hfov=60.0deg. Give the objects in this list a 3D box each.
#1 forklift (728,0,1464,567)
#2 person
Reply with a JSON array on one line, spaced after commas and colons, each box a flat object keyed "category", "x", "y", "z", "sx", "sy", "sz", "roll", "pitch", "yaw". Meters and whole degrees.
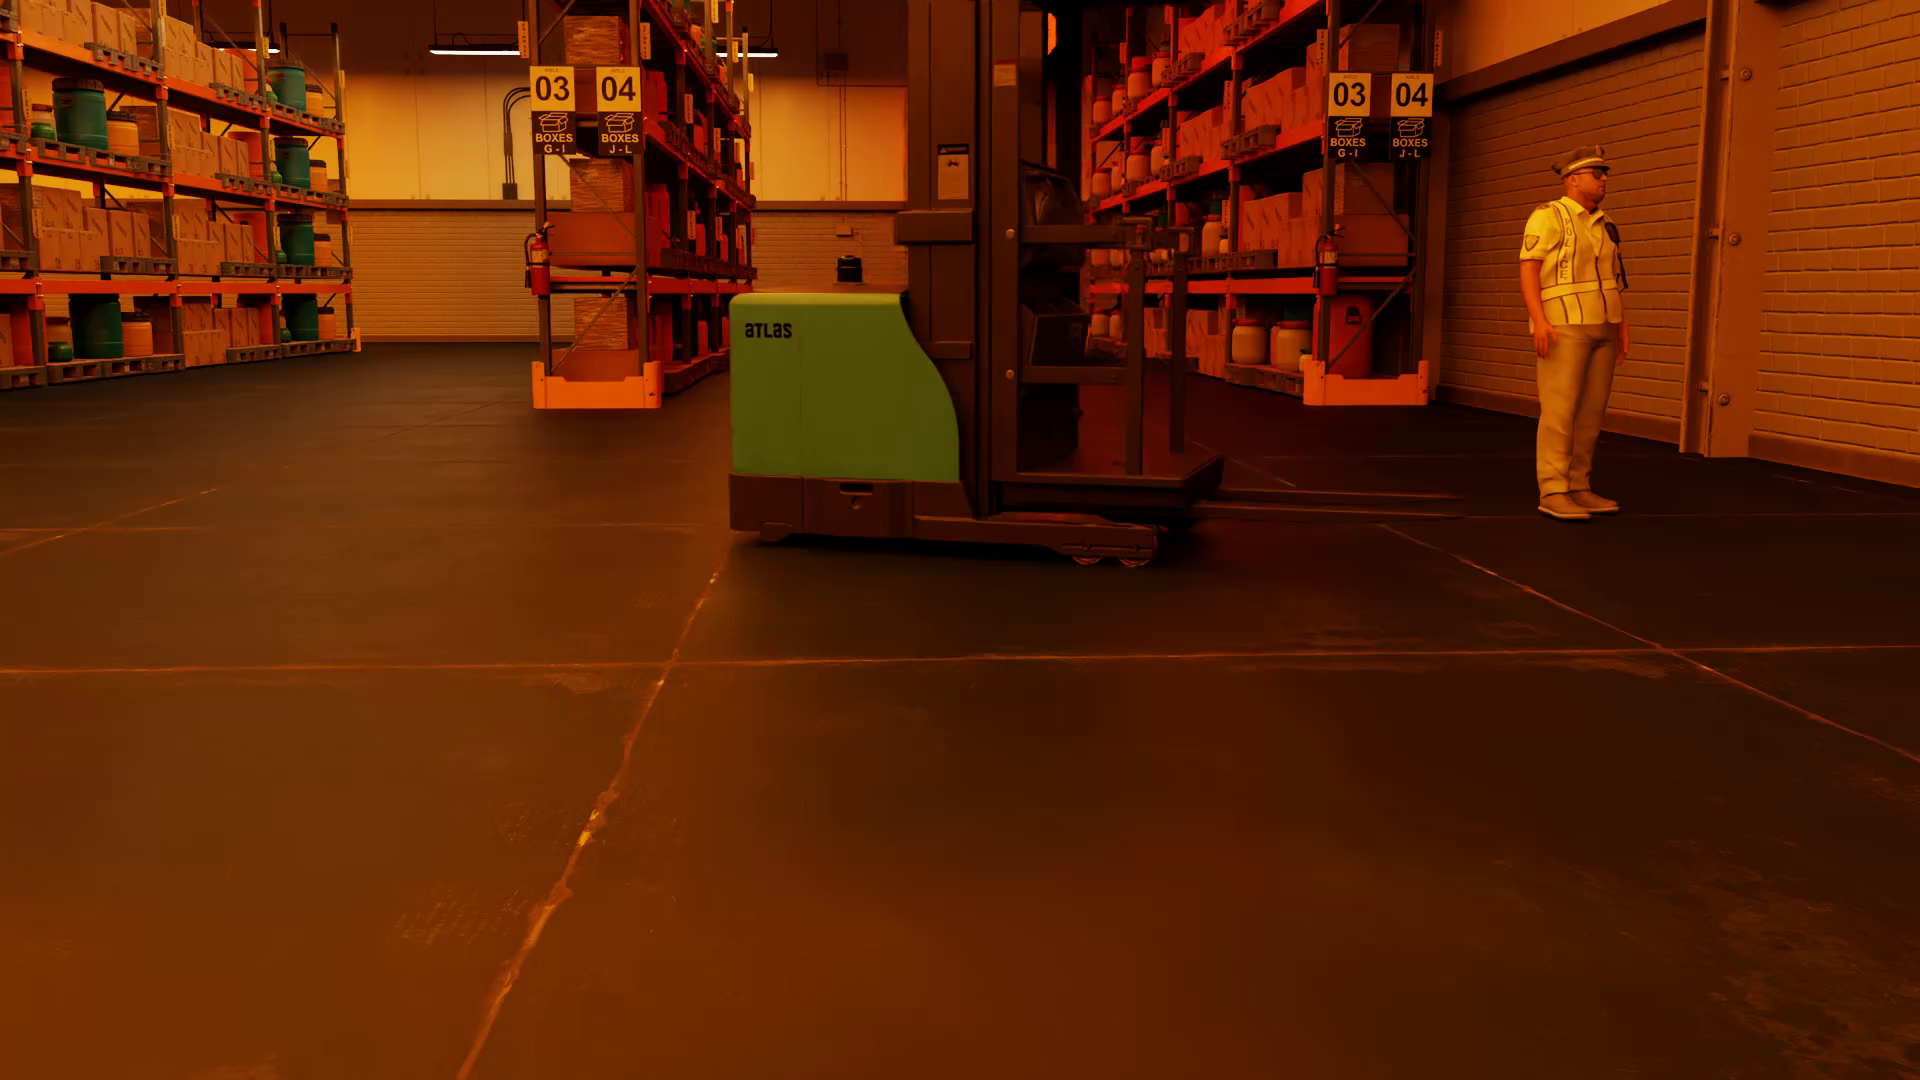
[{"category": "forklift", "x": 0.579, "y": -1.430, "z": 6.958, "sx": 3.031, "sy": 2.935, "sz": 1.130, "roll": 3, "pitch": 9, "yaw": 17}, {"category": "person", "x": 3.053, "y": -1.022, "z": 8.072, "sx": 0.638, "sy": 1.781, "sz": 0.576, "roll": -4, "pitch": 10, "yaw": -27}]
